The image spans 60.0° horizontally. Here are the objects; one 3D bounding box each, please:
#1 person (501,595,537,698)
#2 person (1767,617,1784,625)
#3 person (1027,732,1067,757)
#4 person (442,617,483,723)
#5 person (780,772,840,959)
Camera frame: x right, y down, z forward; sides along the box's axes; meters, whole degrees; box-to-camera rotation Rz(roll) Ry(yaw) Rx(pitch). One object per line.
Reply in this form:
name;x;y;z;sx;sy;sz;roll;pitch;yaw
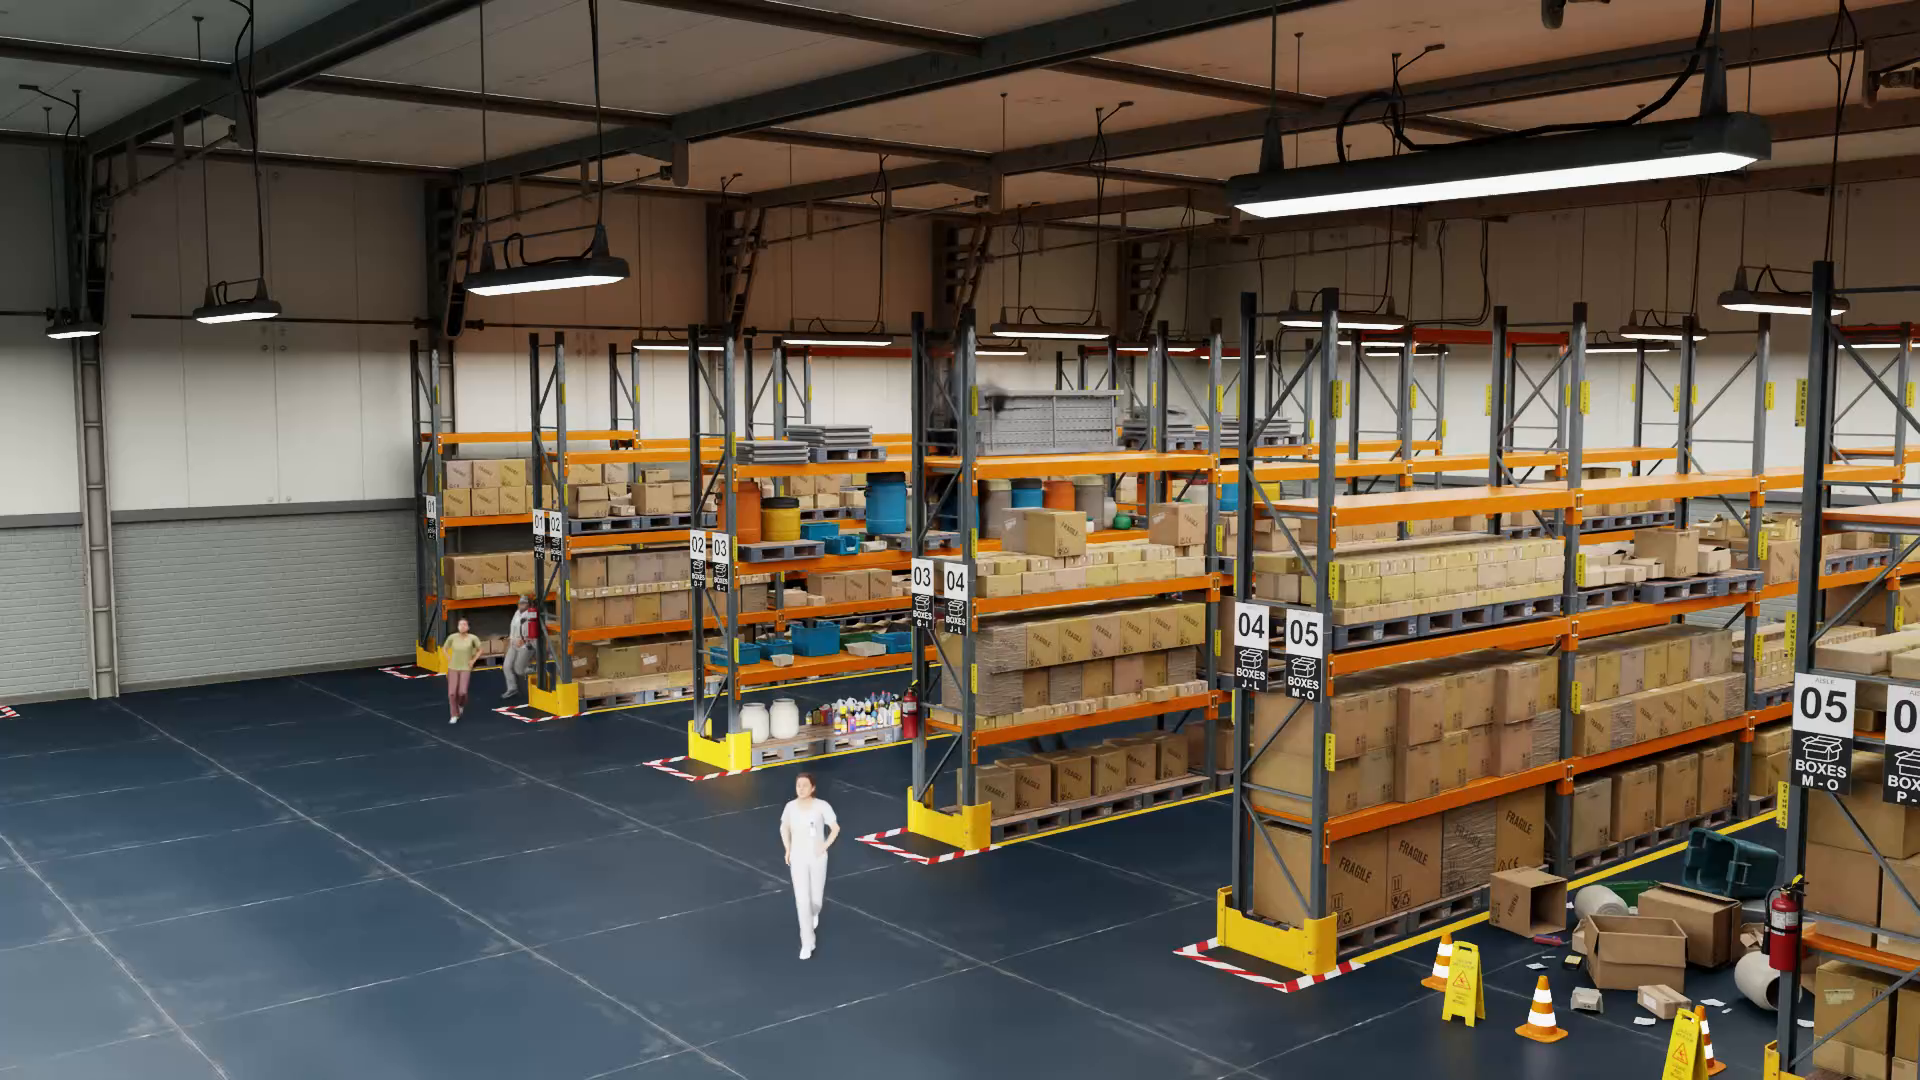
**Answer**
person;-7.256;1.762;27.717;0.702;1.749;0.707;4;7;39
person;12.172;2.013;24.955;0.763;1.752;0.583;-5;7;-42
person;1.153;2.315;22.003;0.536;1.690;0.801;5;7;42
person;-7.670;1.997;25.622;0.601;1.623;0.578;-1;5;-7
person;-1.386;2.942;15.290;0.564;1.656;0.720;0;5;4
